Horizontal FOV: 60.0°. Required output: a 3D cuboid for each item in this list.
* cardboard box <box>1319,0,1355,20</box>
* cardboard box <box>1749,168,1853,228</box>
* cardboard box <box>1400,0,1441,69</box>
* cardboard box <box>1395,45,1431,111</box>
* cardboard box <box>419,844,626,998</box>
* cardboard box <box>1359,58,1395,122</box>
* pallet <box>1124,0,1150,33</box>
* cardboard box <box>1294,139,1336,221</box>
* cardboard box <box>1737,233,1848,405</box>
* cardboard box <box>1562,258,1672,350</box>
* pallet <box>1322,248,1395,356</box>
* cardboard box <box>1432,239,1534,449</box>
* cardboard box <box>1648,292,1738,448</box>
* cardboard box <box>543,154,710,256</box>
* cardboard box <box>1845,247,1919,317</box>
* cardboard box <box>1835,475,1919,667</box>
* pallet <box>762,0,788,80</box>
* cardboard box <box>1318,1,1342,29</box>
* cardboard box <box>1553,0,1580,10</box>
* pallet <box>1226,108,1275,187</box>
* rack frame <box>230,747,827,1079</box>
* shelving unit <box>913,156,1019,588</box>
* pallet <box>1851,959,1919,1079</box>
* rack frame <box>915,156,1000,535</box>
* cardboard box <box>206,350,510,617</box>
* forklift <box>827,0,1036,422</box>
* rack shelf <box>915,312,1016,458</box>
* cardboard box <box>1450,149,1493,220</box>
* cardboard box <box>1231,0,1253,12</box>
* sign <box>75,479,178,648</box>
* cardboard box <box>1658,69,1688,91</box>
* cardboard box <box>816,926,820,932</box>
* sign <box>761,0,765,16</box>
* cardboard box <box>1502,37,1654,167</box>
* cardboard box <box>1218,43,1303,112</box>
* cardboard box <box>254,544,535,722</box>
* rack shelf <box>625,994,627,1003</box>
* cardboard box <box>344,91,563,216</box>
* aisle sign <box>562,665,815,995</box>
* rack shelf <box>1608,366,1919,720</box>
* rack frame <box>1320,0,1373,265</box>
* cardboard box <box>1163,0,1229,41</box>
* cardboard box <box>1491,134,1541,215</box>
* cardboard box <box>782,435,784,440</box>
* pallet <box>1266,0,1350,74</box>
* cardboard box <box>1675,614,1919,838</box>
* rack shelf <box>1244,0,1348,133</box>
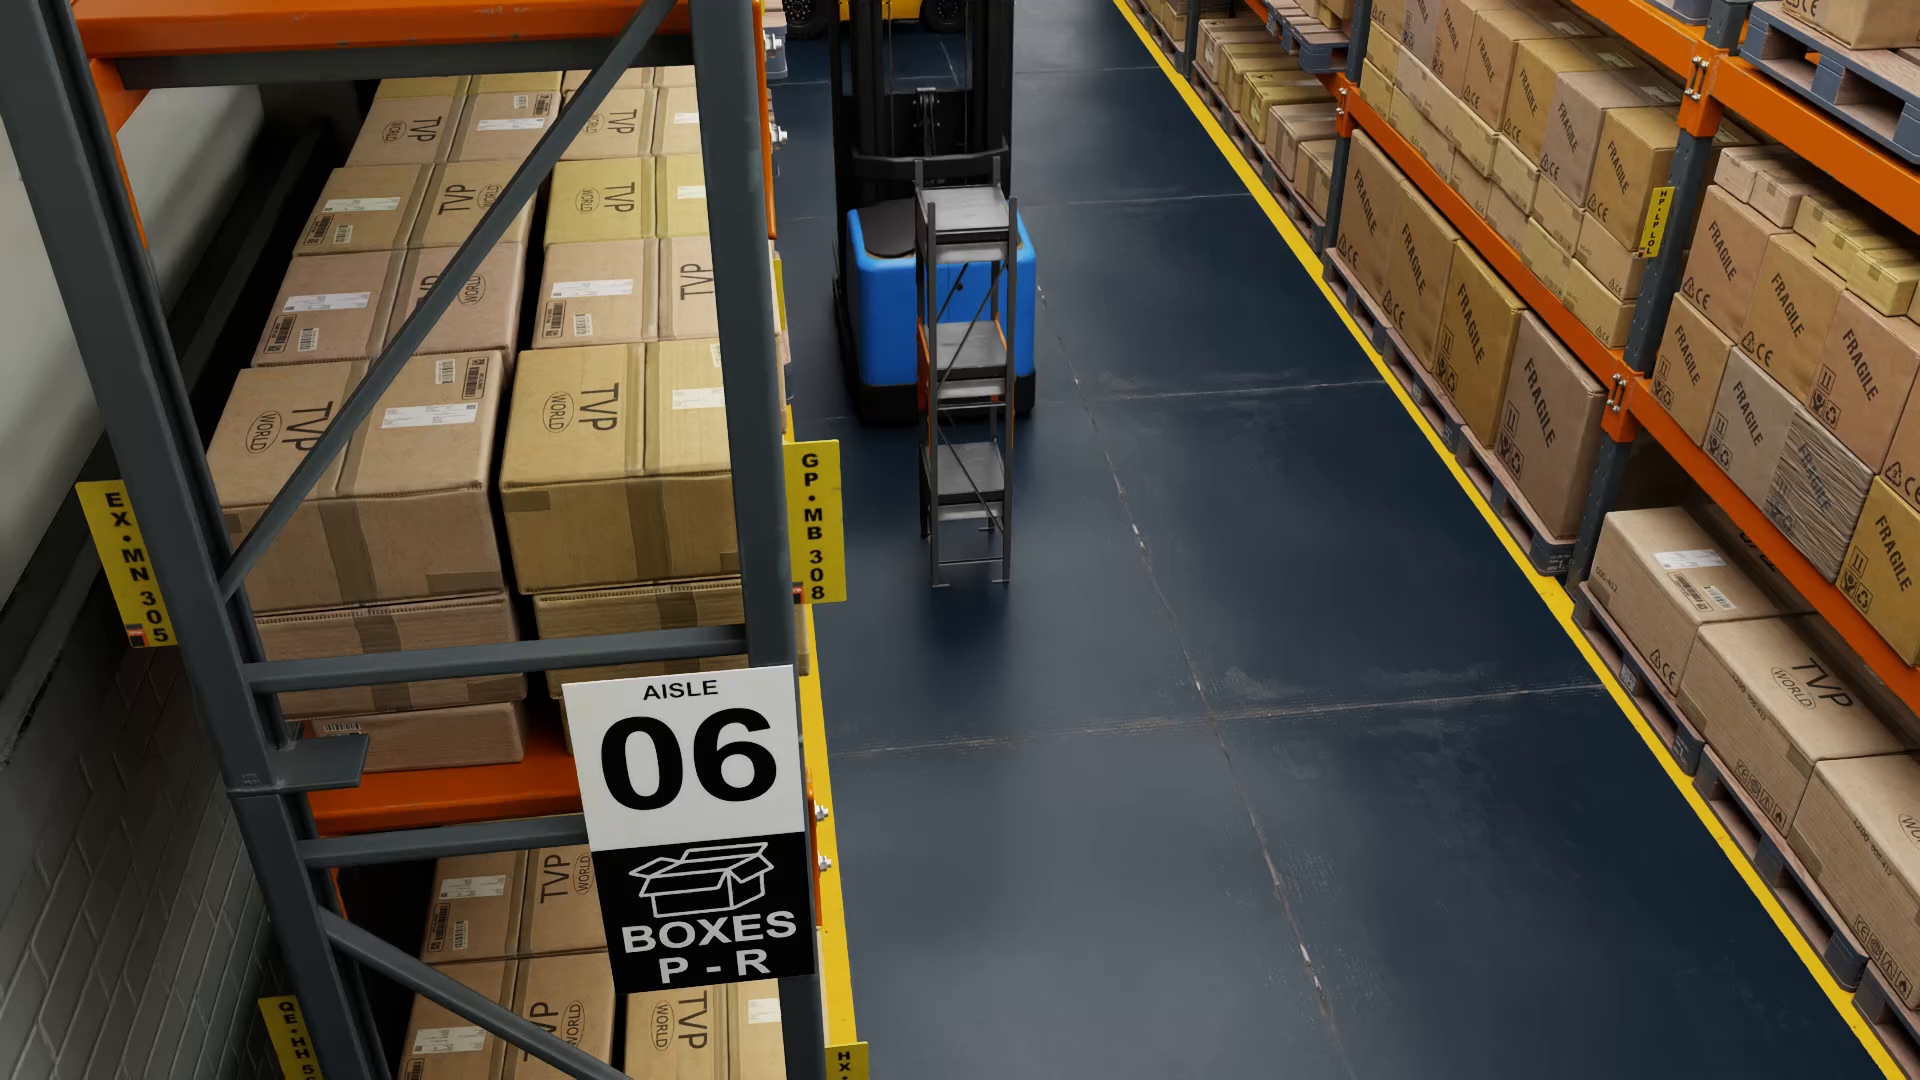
[{"bbox_3d":[2.720,-3.796,11.060,0.500,0.500,0.500,-5,35,-8],"label":"cardboard box"},{"bbox_3d":[3.430,-1.379,6.685,0.380,0.149,0.250,-4,34,-6],"label":"cardboard box"},{"bbox_3d":[2.957,-3.110,9.803,0.500,0.500,0.500,-4,35,-6],"label":"cardboard box"},{"bbox_3d":[2.948,-2.780,9.984,0.500,0.250,0.500,-4,34,-5],"label":"cardboard box"},{"bbox_3d":[-1.179,1.031,4.571,0.500,0.250,0.500,-4,35,-6],"label":"cardboard box"},{"bbox_3d":[2.873,-2.872,10.562,0.500,0.250,0.500,-5,35,-7],"label":"cardboard box"},{"bbox_3d":[2.226,-5.360,16.556,1.003,0.211,1.213,-4,35,-6],"label":"pallet"},{"bbox_3d":[2.990,-2.630,12.034,0.950,0.372,0.625,-7,35,-10],"label":"cardboard box"},{"bbox_3d":[3.480,-0.882,6.532,0.500,0.500,0.500,-5,35,-7],"label":"cardboard box"},{"bbox_3d":[3.284,-1.163,8.055,0.500,0.250,0.500,-5,35,-8],"label":"cardboard box"},{"bbox_3d":[3.088,-1.628,11.080,1.003,0.211,1.213,-4,35,-6],"label":"pallet"},{"bbox_3d":[3.302,-1.133,9.391,0.875,0.875,0.875,-3,34,-5],"label":"cardboard box"},{"bbox_3d":[3.398,-0.753,7.232,0.500,0.500,0.500,-3,34,-5],"label":"cardboard box"},{"bbox_3d":[-0.728,-0.722,4.036,0.500,0.250,0.500,-5,35,-7],"label":"cardboard box"},{"bbox_3d":[3.486,-0.945,6.050,0.380,0.149,0.250,-5,35,-8],"label":"cardboard box"},{"bbox_3d":[3.591,0.093,5.989,0.500,0.500,0.500,-3,34,-5],"label":"cardboard box"},{"bbox_3d":[-1.342,-2.147,6.868,1.213,0.211,1.003,-4,35,-6],"label":"pallet"},{"bbox_3d":[2.671,-3.605,11.355,0.380,0.149,0.250,-4,34,-6],"label":"cardboard box"},{"bbox_3d":[3.522,-2.848,9.418,0.500,0.500,0.500,-4,35,-6],"label":"cardboard box"},{"bbox_3d":[2.792,-3.189,13.371,1.003,0.211,1.213,-4,35,-6],"label":"pallet"},{"bbox_3d":[-0.786,1.616,3.843,1.000,3.000,0.127,-4,35,-6],"label":"rack frame"},{"bbox_3d":[0.022,-0.775,8.152,0.431,2.100,0.503,-4,35,-6],"label":"shelving unit"},{"bbox_3d":[3.947,1.951,5.829,1.003,0.211,1.213,-4,35,-6],"label":"pallet"},{"bbox_3d":[-0.011,-0.911,8.352,0.400,2.100,0.015,-4,35,-6],"label":"rack frame"},{"bbox_3d":[-1.122,-0.117,3.149,0.500,0.250,0.500,-5,35,-8],"label":"cardboard box"},{"bbox_3d":[-0.262,-2.722,10.270,1.130,2.935,3.031,-4,35,-6],"label":"forklift"},{"bbox_3d":[0.022,-0.764,8.159,0.431,0.518,0.480,-4,35,-6],"label":"rack shelf"},{"bbox_3d":[3.094,-2.018,9.310,0.500,0.250,0.500,-4,35,-6],"label":"cardboard box"},{"bbox_3d":[2.707,-5.155,15.182,0.500,0.500,0.500,-3,34,-4],"label":"cardboard box"},{"bbox_3d":[-1.338,0.042,2.704,0.100,0.325,0.005,-4,35,-6],"label":"sign"},{"bbox_3d":[3.724,-1.997,8.169,0.500,0.500,0.500,-5,35,-7],"label":"cardboard box"},{"bbox_3d":[-0.648,1.001,4.616,0.500,0.250,0.500,-4,34,-6],"label":"cardboard box"},{"bbox_3d":[-0.787,-2.114,6.195,0.100,0.325,0.005,-4,35,-6],"label":"sign"},{"bbox_3d":[3.160,-2.251,8.542,0.500,0.500,0.500,-3,34,-5],"label":"cardboard box"},{"bbox_3d":[2.691,-3.852,13.828,0.950,0.372,0.625,-2,34,-3],"label":"cardboard box"},{"bbox_3d":[-1.115,0.088,3.291,0.500,0.250,0.500,-5,35,-7],"label":"cardboard box"},{"bbox_3d":[-1.055,0.798,5.683,1.077,0.370,4.000,-4,35,-6],"label":"rack shelf"},{"bbox_3d":[-1.312,-0.976,4.408,0.500,0.250,0.500,-4,35,-6],"label":"cardboard box"},{"bbox_3d":[-0.486,0.558,3.088,0.394,0.787,0.004,-4,35,-6],"label":"aisle sign"},{"bbox_3d":[3.863,0.420,6.238,1.077,0.370,4.000,-4,35,-6],"label":"rack shelf"},{"bbox_3d":[3.056,-3.226,10.949,1.000,3.000,0.127,-4,35,-6],"label":"rack frame"},{"bbox_3d":[2.173,-4.805,15.334,0.500,0.250,0.500,-3,34,-4],"label":"cardboard box"},{"bbox_3d":[3.144,-1.933,8.741,0.500,0.250,0.500,-4,34,-5],"label":"cardboard box"},{"bbox_3d":[-0.609,-0.150,3.995,0.380,0.149,0.250,-4,34,-5],"label":"cardboard box"},{"bbox_3d":[2.855,-3.536,11.574,1.213,0.211,1.003,-4,35,-6],"label":"pallet"},{"bbox_3d":[3.693,0.750,7.017,0.875,0.438,0.875,-5,35,-8],"label":"cardboard box"},{"bbox_3d":[2.787,-4.045,12.789,1.077,0.370,4.000,-4,35,-6],"label":"rack shelf"}]
